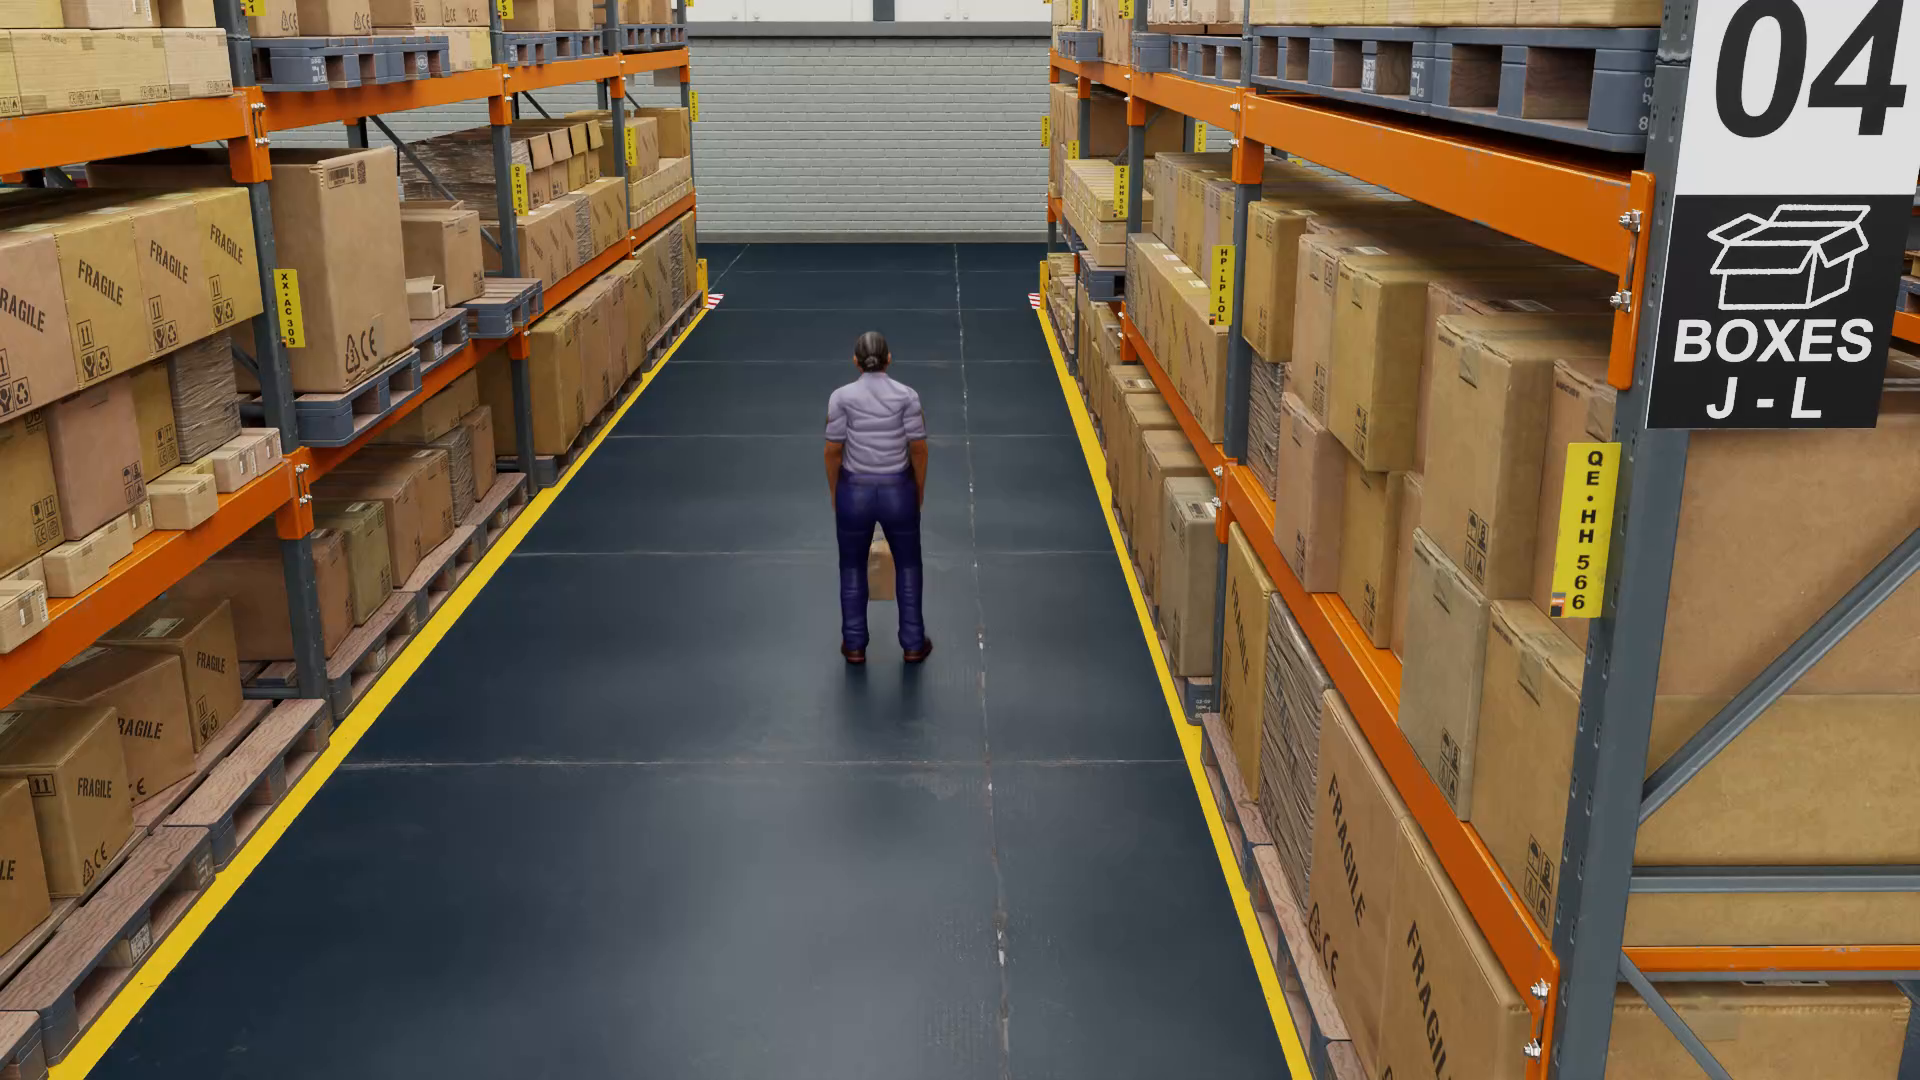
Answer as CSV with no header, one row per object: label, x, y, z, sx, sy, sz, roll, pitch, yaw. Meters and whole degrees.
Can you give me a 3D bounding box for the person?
person,-0.400,-0.200,8.199,0.530,1.654,0.368,-1,17,-2
